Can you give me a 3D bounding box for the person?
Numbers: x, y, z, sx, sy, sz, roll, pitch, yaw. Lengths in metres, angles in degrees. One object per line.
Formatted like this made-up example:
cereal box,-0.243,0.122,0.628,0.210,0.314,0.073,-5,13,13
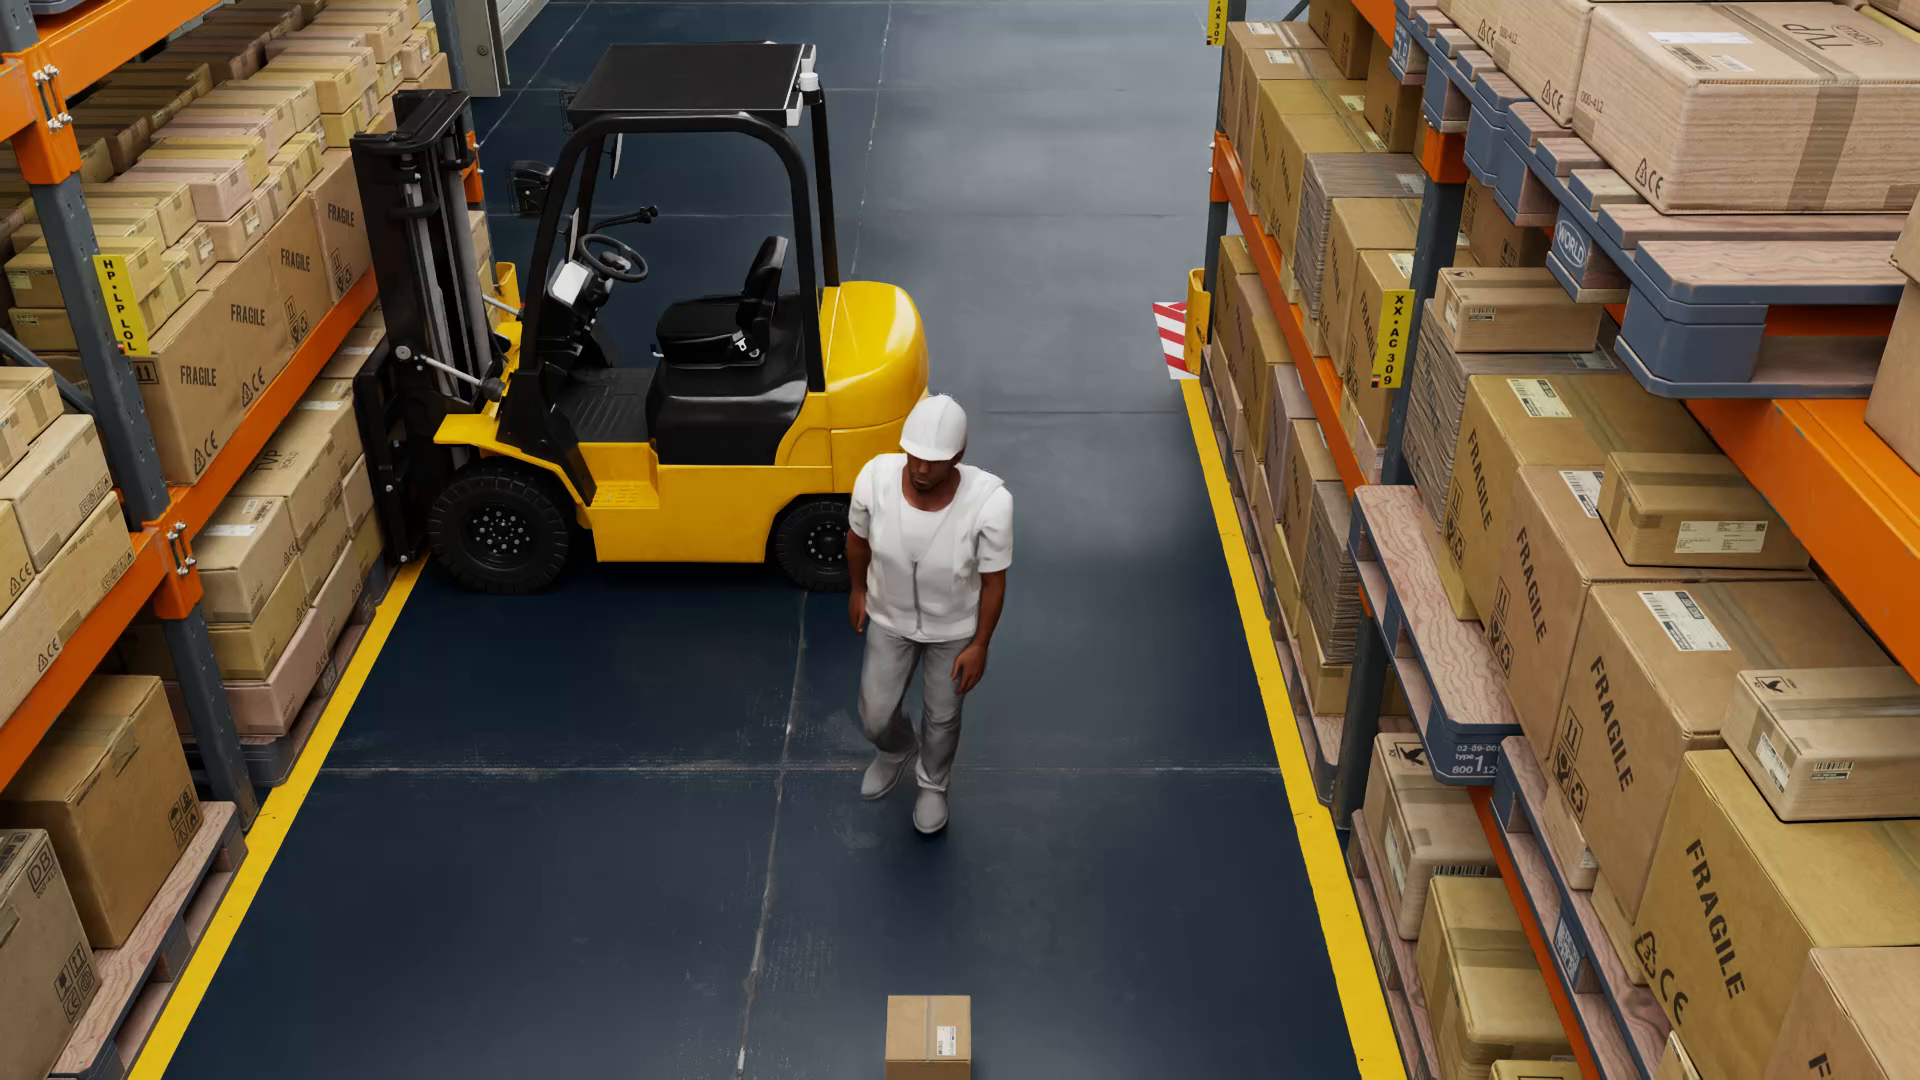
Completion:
person,-0.125,-0.006,5.437,0.583,1.065,0.442,5,32,8
